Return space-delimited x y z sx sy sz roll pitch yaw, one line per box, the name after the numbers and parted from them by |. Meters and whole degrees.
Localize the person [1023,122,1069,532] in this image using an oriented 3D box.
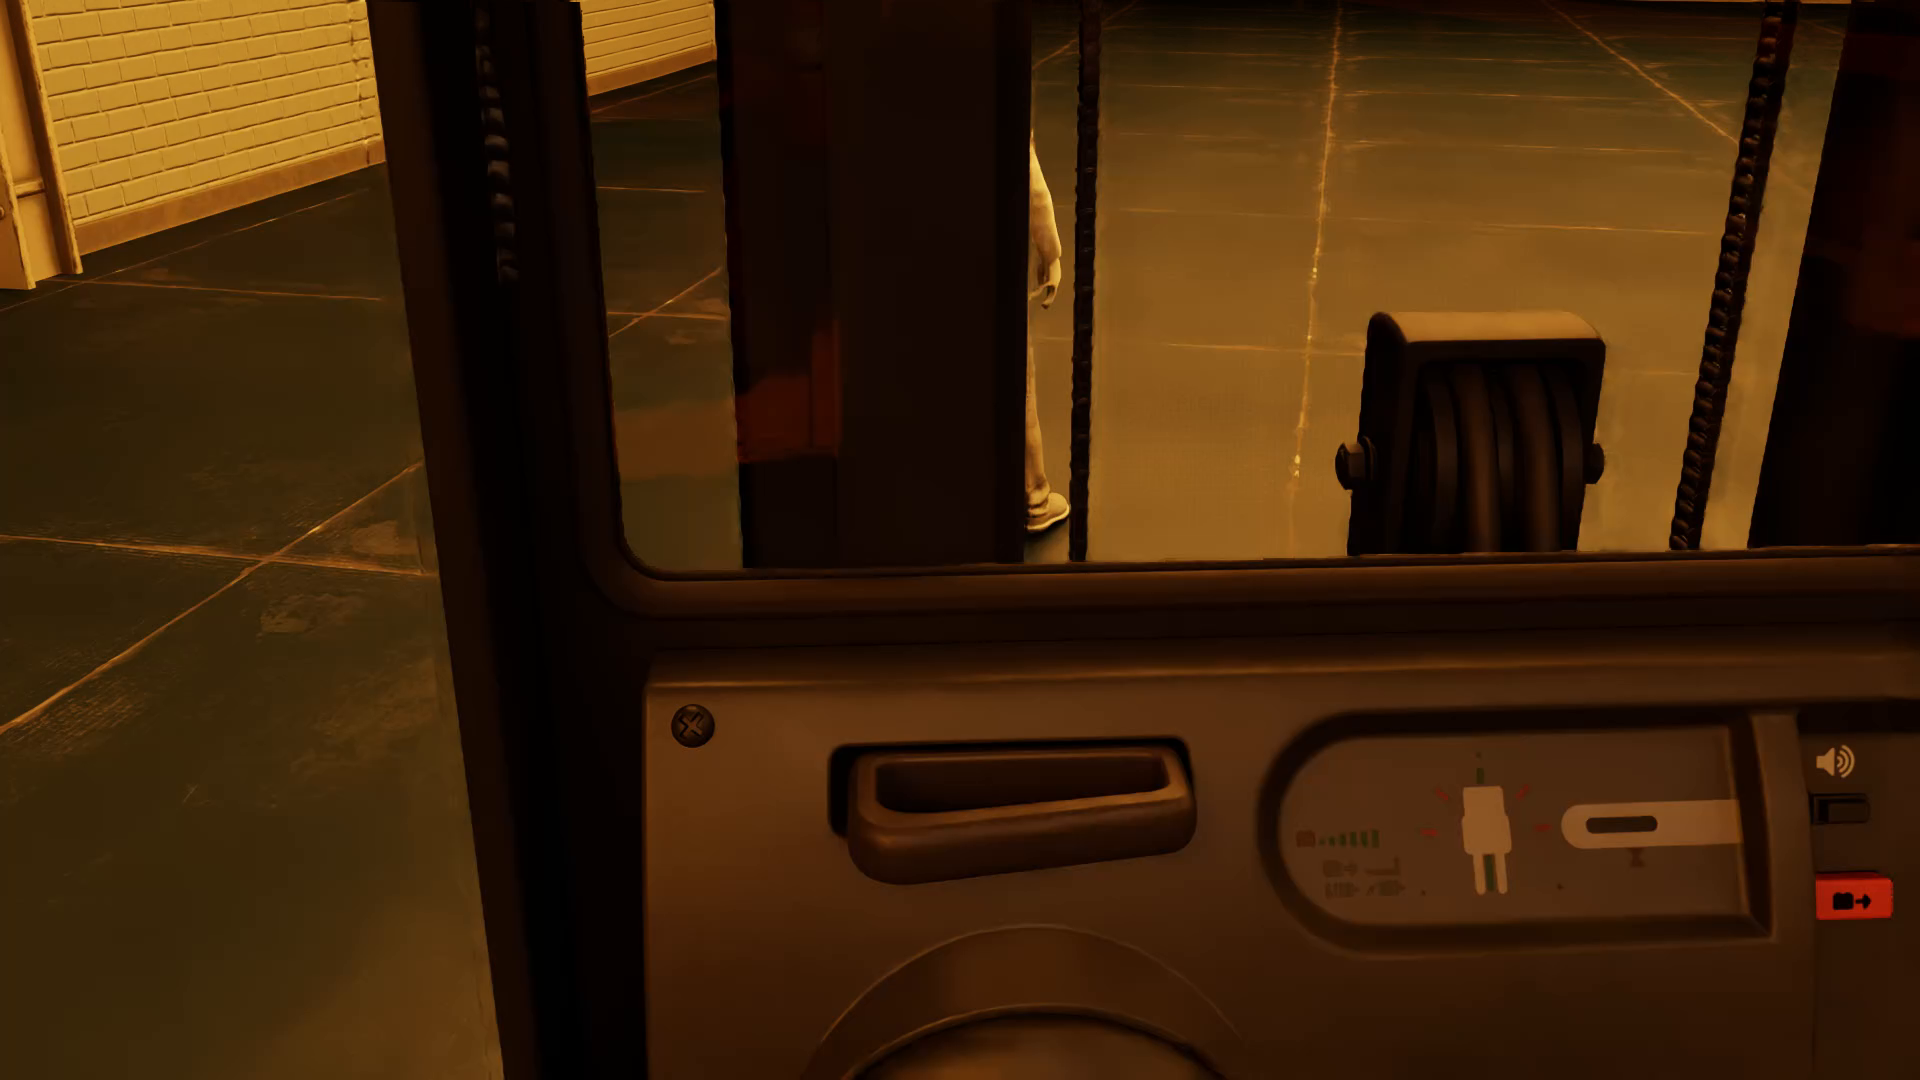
0.022 -0.816 4.887 0.587 1.694 0.530 5 23 11 | person
